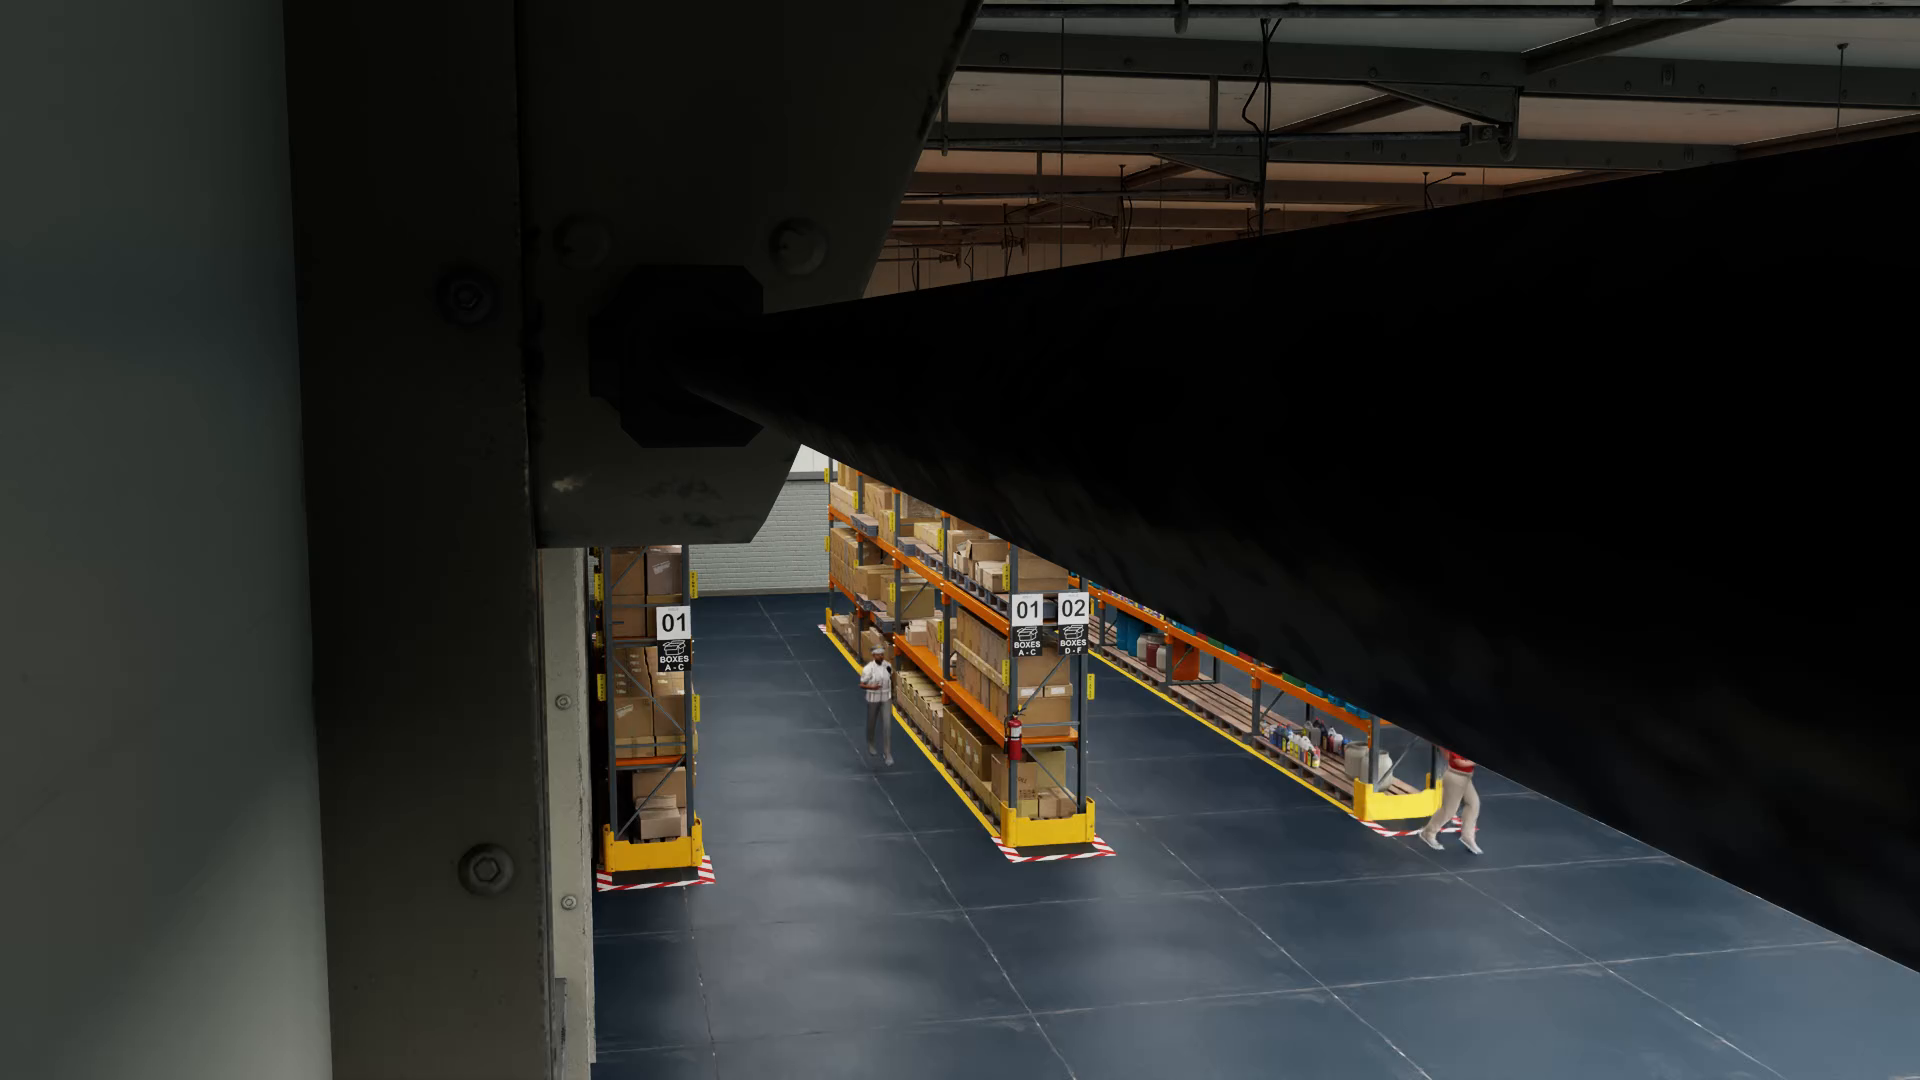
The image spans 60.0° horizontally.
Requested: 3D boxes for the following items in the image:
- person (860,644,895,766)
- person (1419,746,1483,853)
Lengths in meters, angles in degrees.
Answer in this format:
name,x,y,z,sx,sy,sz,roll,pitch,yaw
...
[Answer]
name,x,y,z,sx,sy,sz,roll,pitch,yaw
person,-1.181,2.356,24.192,0.576,1.726,0.853,-2,7,-17
person,6.155,3.036,20.658,0.811,1.803,0.678,3,7,24
